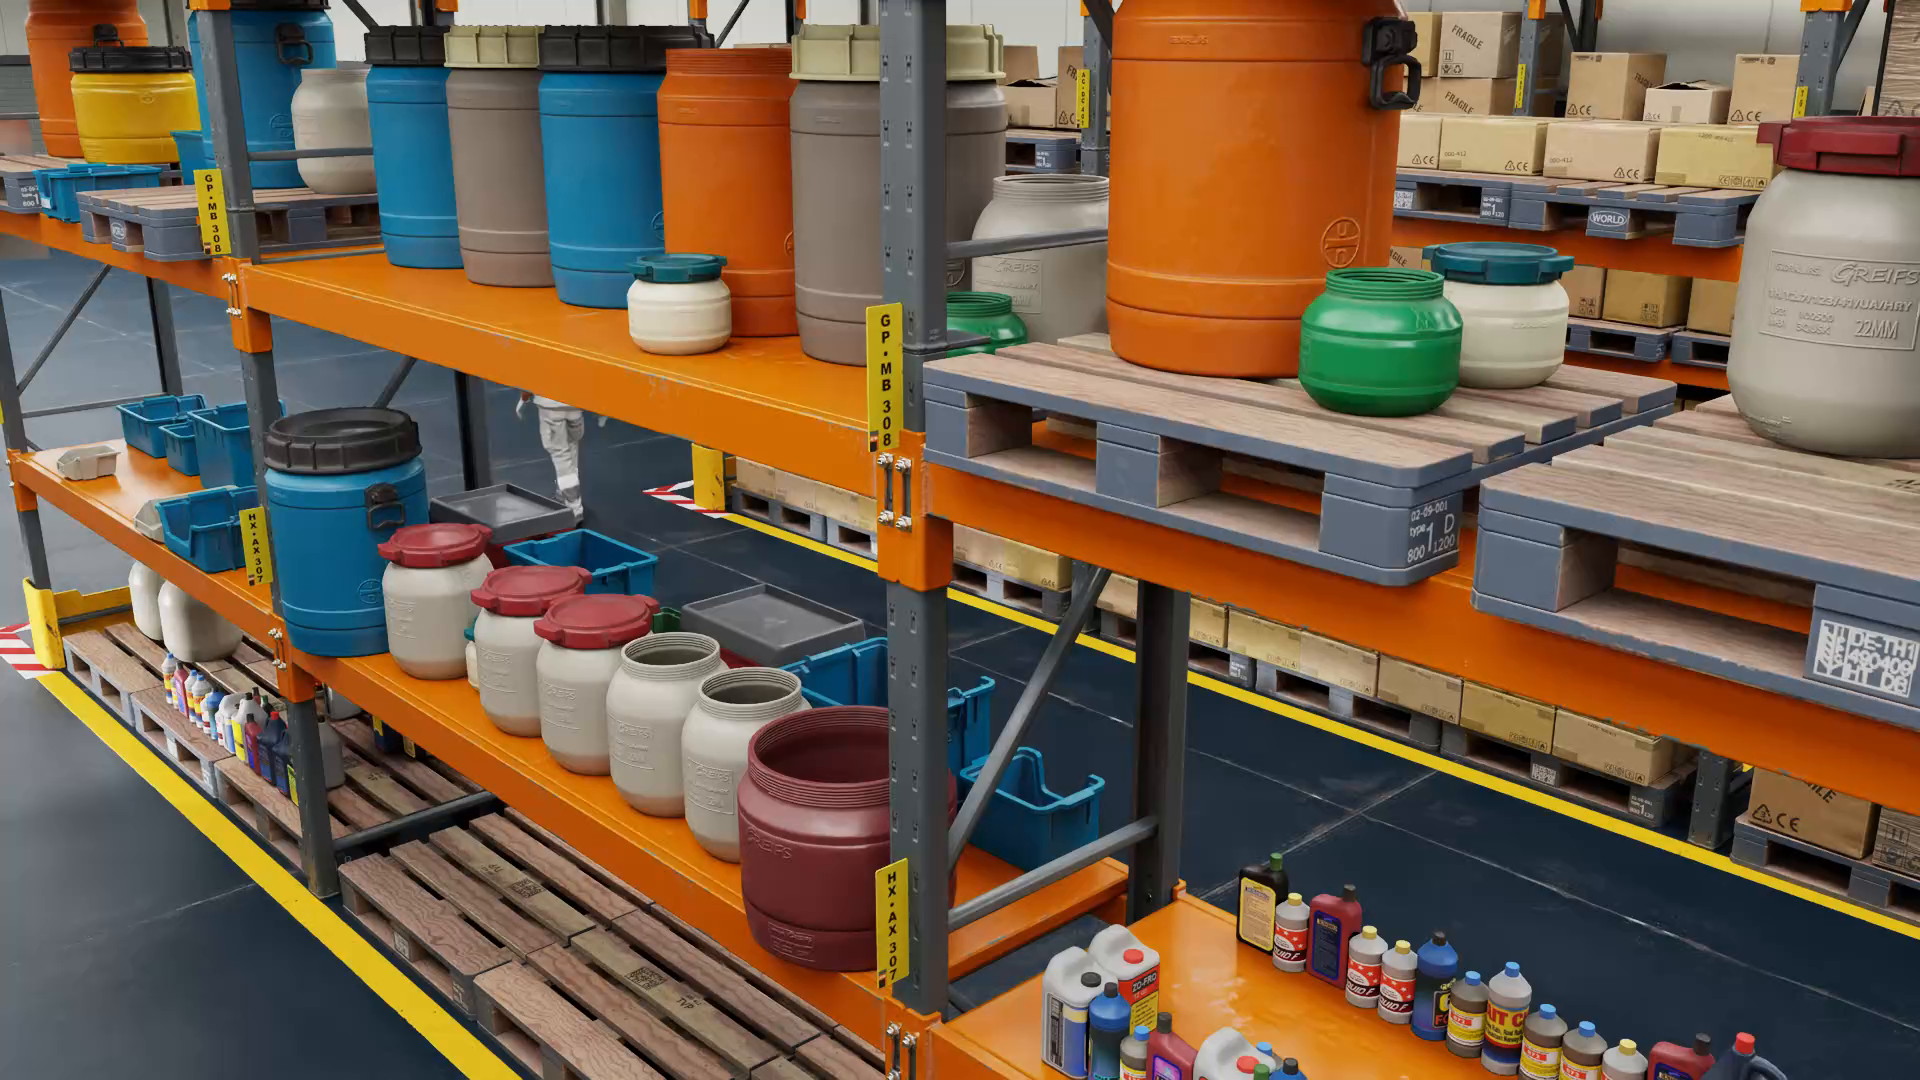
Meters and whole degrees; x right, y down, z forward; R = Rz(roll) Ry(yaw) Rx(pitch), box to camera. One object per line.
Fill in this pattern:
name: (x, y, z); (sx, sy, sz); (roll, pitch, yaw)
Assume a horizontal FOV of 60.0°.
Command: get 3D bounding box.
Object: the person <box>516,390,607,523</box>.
person: (-3.147, -1.075, 12.935); (0.592, 1.747, 0.917); (-13, 21, -35)
